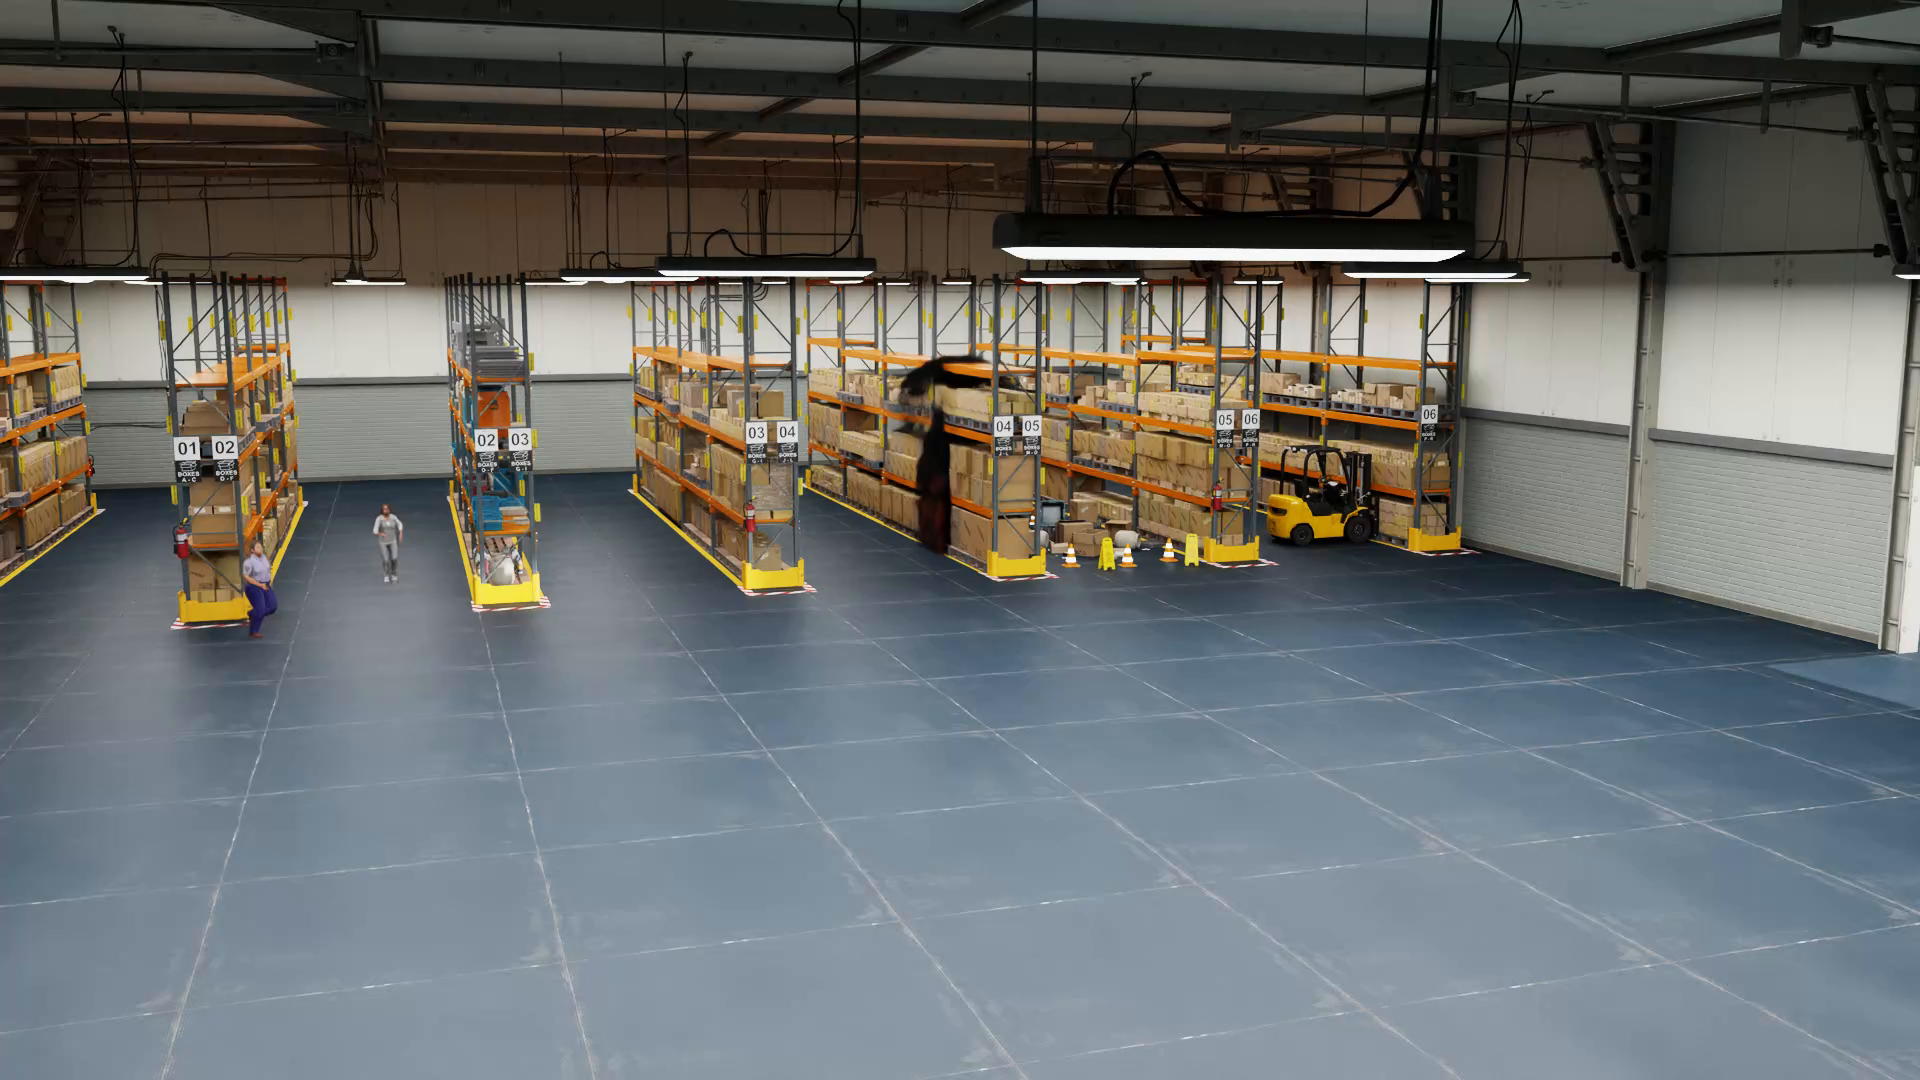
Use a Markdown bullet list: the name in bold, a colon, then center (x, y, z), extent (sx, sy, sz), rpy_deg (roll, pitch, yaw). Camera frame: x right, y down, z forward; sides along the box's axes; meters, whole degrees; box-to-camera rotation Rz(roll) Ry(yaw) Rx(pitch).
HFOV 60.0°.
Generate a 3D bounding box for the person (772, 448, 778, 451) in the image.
- **person**: center (-4.915, -2.044, 45.778), extent (0.703, 1.733, 0.628), rpy_deg (-2, 9, -16)

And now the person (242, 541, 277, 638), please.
- **person**: center (-11.583, 0.814, 27.478), extent (0.616, 1.611, 0.631), rpy_deg (3, 9, 18)

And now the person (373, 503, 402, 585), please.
- **person**: center (-11.080, 0.098, 32.274), extent (0.565, 1.579, 0.652), rpy_deg (-4, 10, -25)

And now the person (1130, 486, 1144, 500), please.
- **person**: center (4.642, -1.793, 43.654), extent (0.707, 1.741, 0.985), rpy_deg (-4, 10, -26)
